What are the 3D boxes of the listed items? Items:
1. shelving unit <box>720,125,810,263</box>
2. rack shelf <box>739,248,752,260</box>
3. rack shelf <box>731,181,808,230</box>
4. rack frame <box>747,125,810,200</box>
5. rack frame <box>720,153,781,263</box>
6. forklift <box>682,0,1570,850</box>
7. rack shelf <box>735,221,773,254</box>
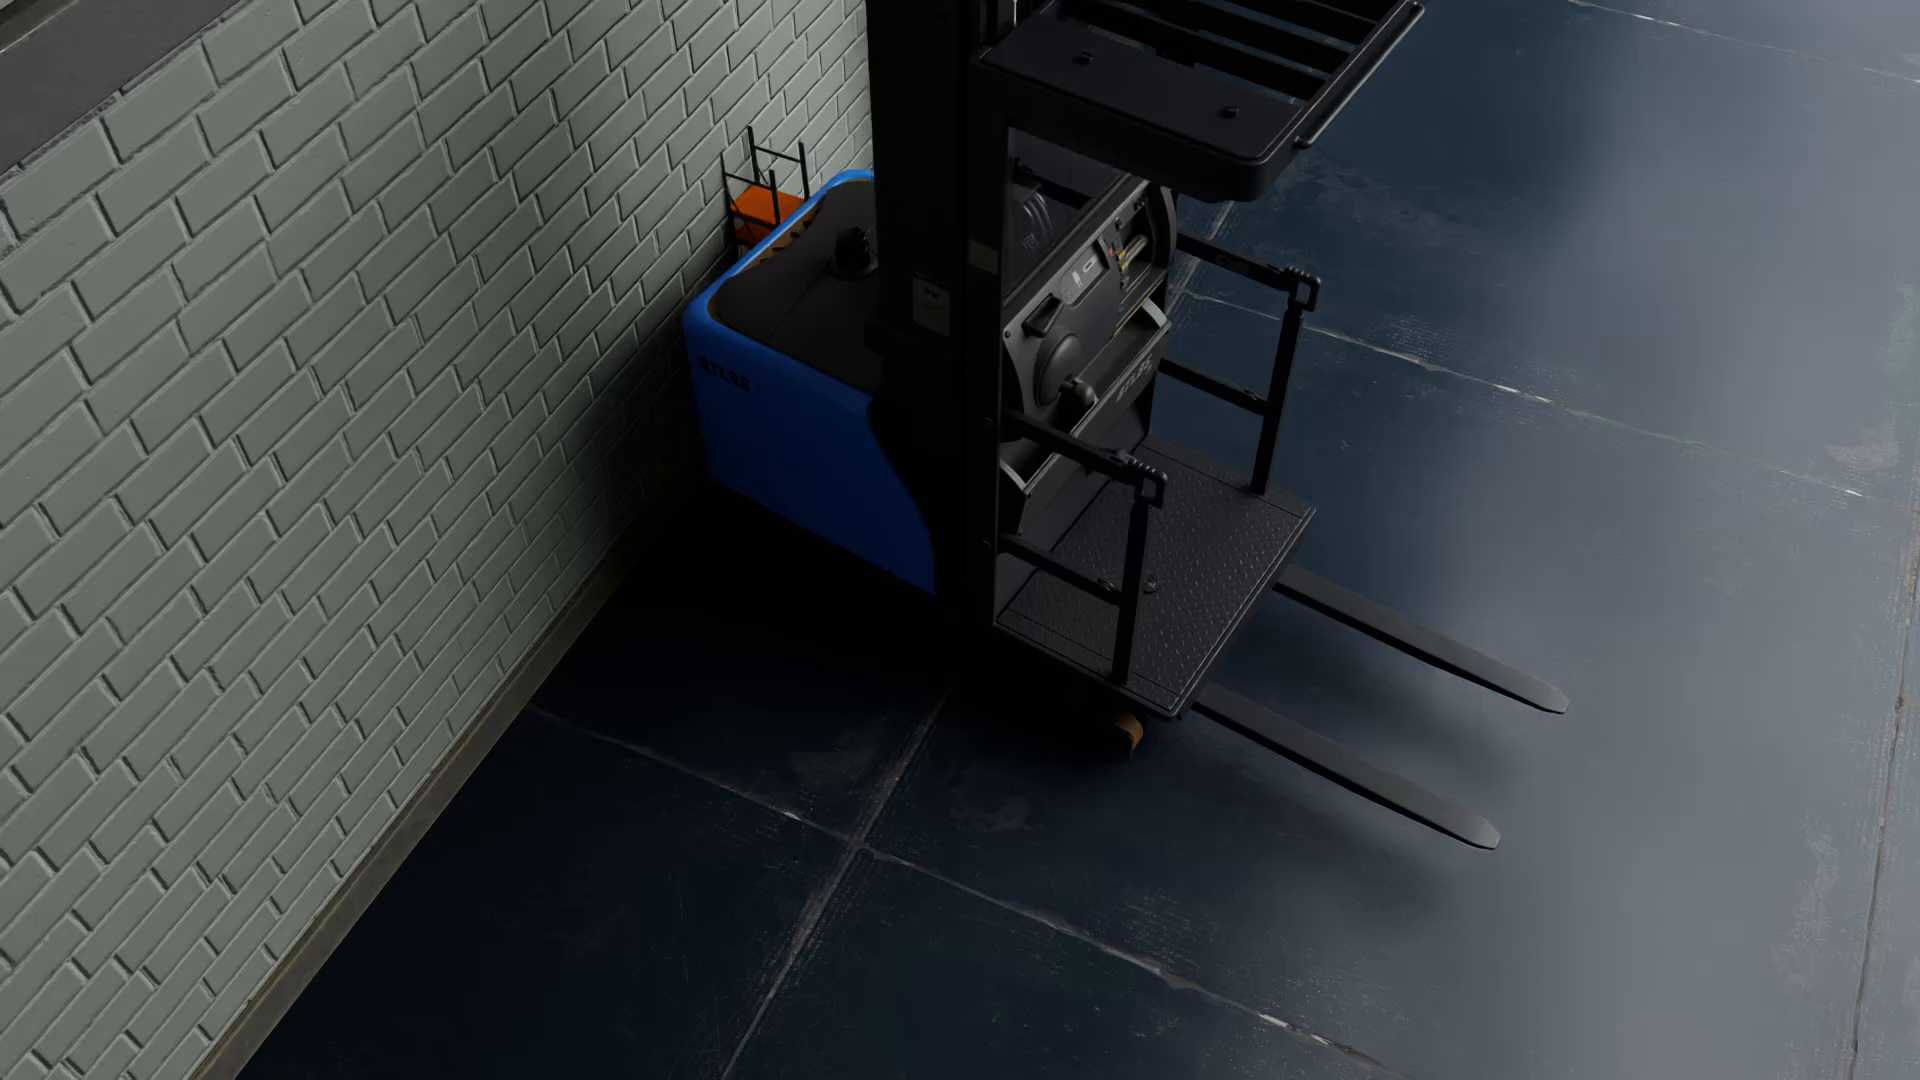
[{"bbox_3d":[-0.679,-0.965,6.254,0.258,1.200,0.189,22,52,21],"label":"shelving unit"},{"bbox_3d":[-0.682,-1.016,6.198,0.258,0.103,0.180,22,52,21],"label":"rack shelf"},{"bbox_3d":[-0.689,-1.179,6.022,0.258,0.103,0.180,22,52,21],"label":"rack shelf"},{"bbox_3d":[-0.634,-1.024,6.306,0.240,1.200,0.006,22,52,21],"label":"rack frame"},{"bbox_3d":[-0.725,-0.906,6.201,0.240,1.200,0.006,22,52,21],"label":"rack frame"},{"bbox_3d":[0.573,-0.693,4.915,3.031,2.935,1.130,27,55,21],"label":"forklift"},{"bbox_3d":[-0.685,-1.097,6.110,0.258,0.103,0.180,22,52,21],"label":"rack shelf"}]
